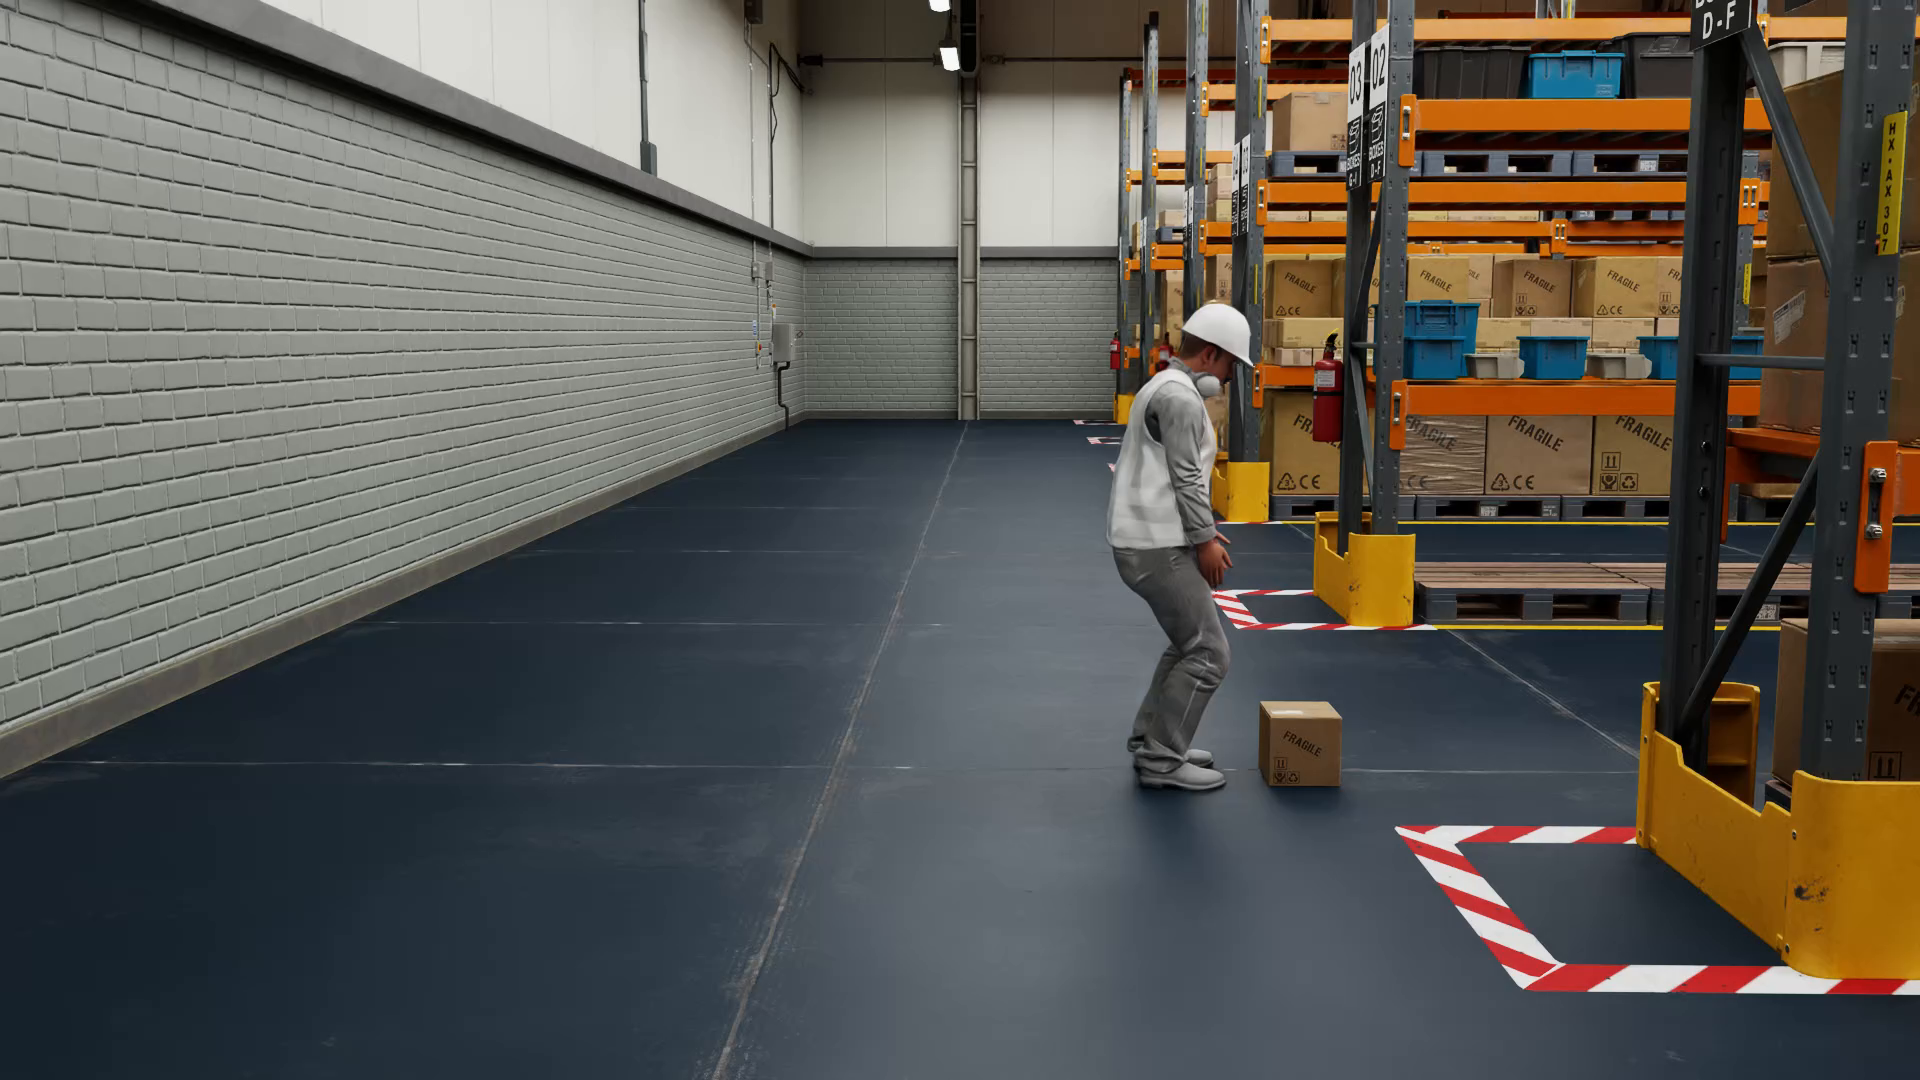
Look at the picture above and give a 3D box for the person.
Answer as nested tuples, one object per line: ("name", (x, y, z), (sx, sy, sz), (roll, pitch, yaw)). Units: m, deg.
("person", (0.780, 0.012, 5.926), (0.516, 1.695, 0.567), (0, 7, 3))
